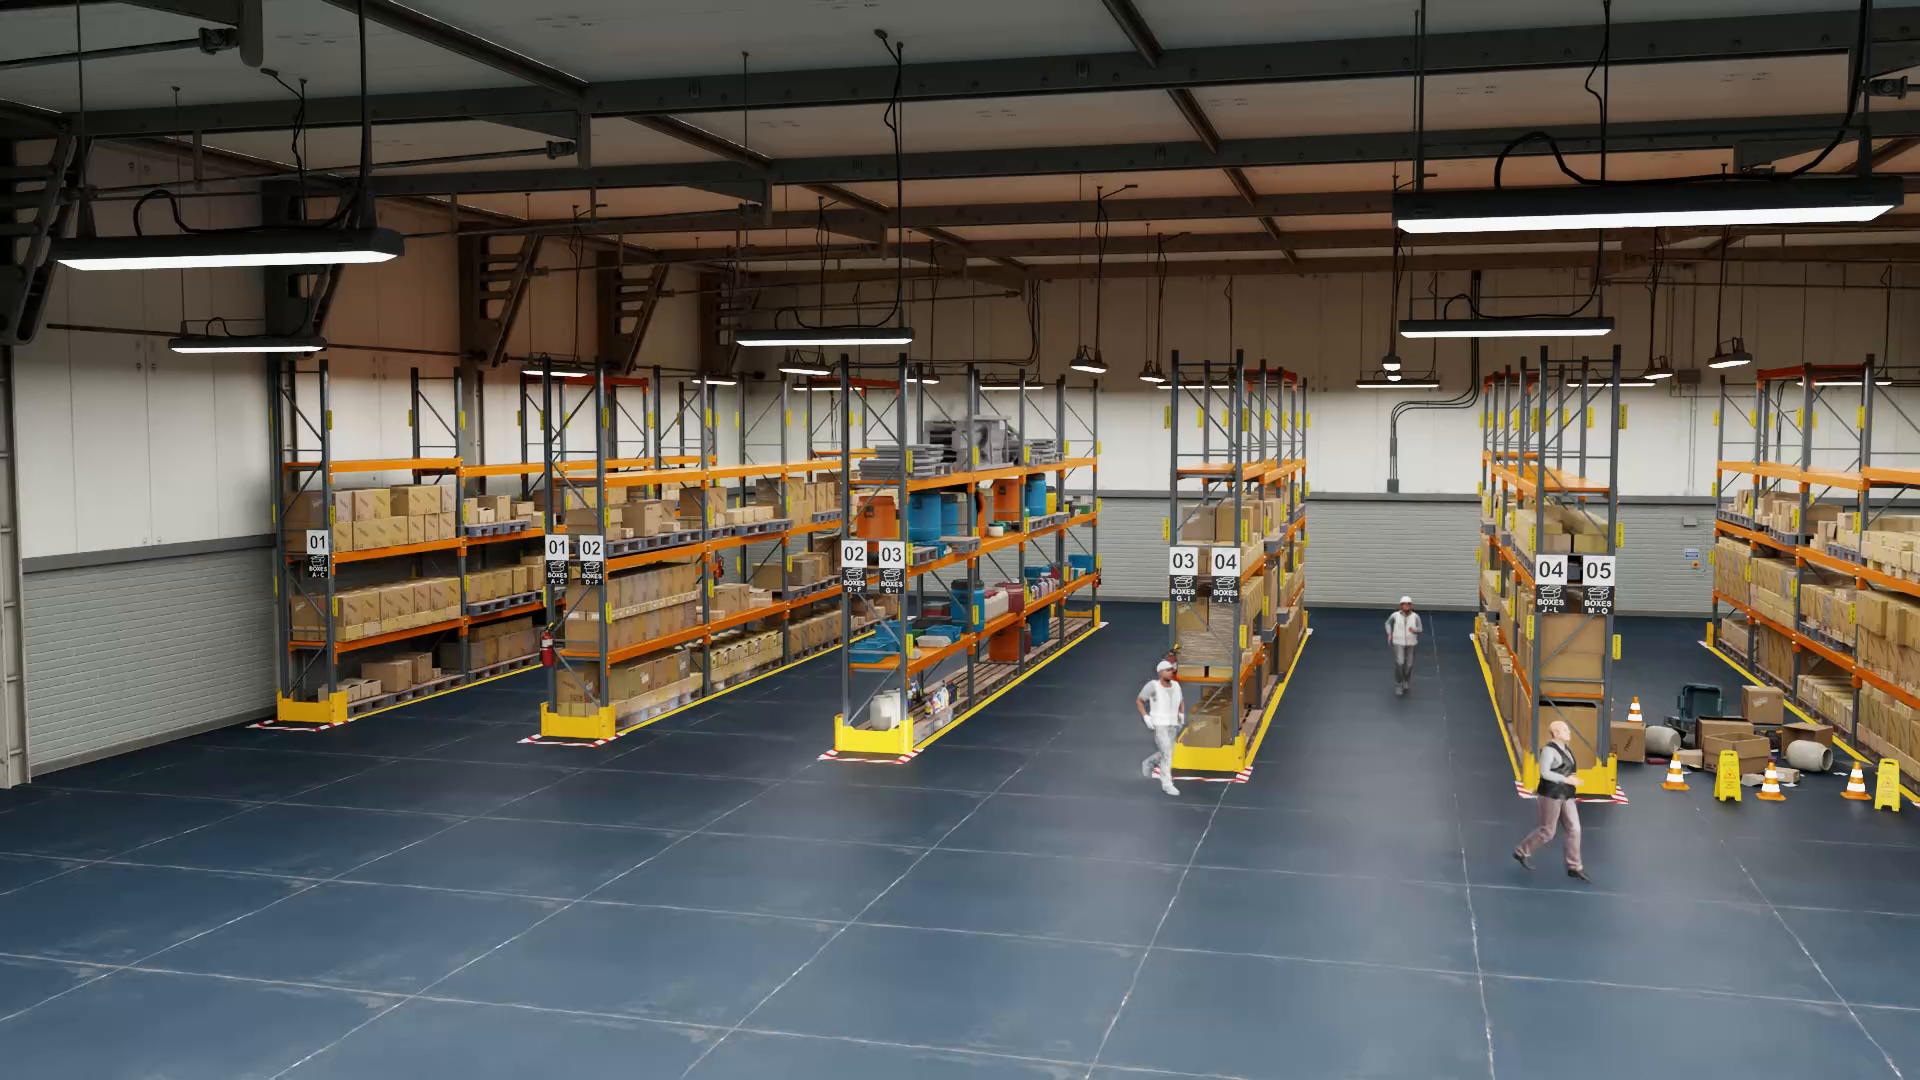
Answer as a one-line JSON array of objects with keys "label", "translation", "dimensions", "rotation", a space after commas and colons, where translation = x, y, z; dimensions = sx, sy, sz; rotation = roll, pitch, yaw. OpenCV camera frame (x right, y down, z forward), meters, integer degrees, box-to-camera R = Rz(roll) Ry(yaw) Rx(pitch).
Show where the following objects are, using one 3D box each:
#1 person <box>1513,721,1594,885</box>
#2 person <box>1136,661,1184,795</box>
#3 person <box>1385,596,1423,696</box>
[{"label": "person", "translation": [6.484, 2.820, 18.155], "dimensions": [0.651, 1.714, 0.879], "rotation": [-4, 6, -42]}, {"label": "person", "translation": [2.754, 2.515, 22.576], "dimensions": [0.704, 1.765, 0.845], "rotation": [-3, 5, -31]}, {"label": "person", "translation": [8.129, 1.937, 30.405], "dimensions": [0.624, 1.831, 0.752], "rotation": [0, 4, 5]}]
